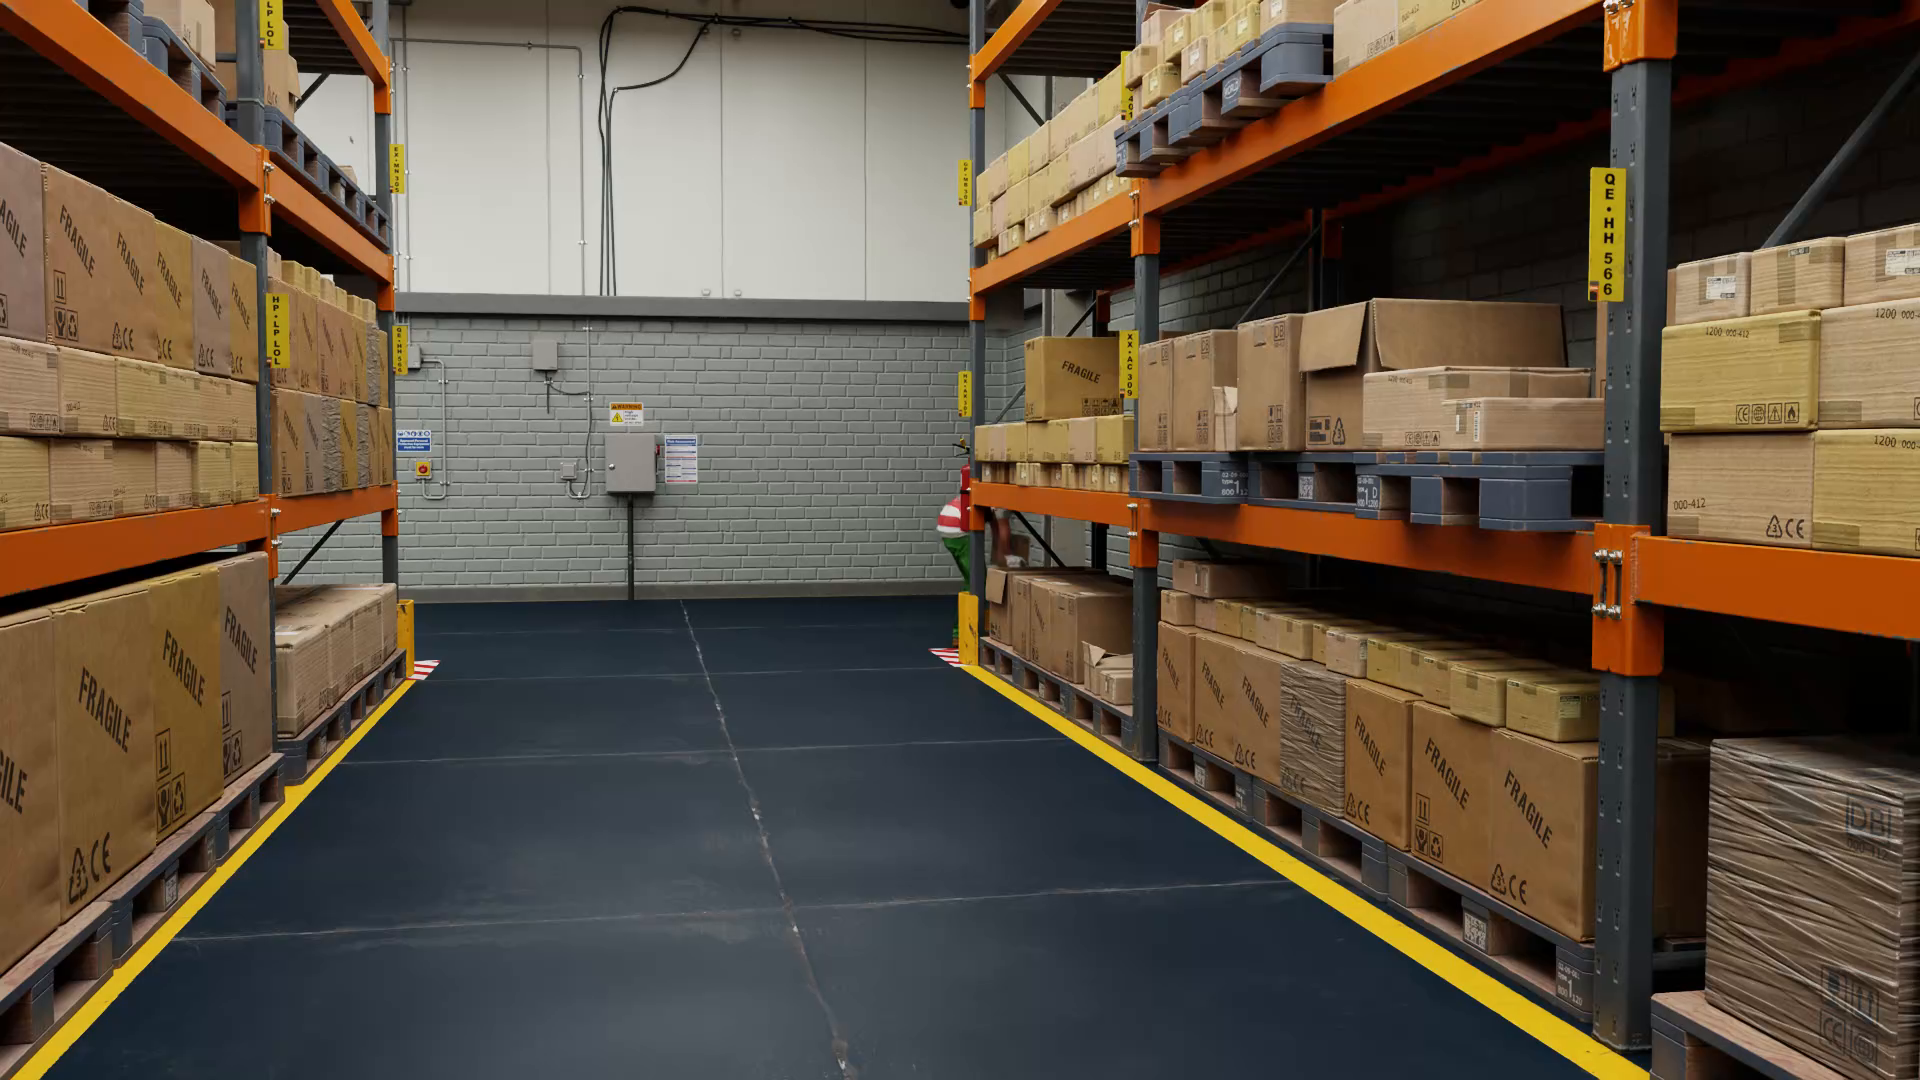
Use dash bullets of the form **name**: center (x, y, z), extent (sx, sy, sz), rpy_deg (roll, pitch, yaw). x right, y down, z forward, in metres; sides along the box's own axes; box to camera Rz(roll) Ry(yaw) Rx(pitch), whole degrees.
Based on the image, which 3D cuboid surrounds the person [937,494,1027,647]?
- **person**: center (0.235, 0.062, 13.105), extent (0.822, 1.528, 0.493), rpy_deg (-1, 3, -10)
